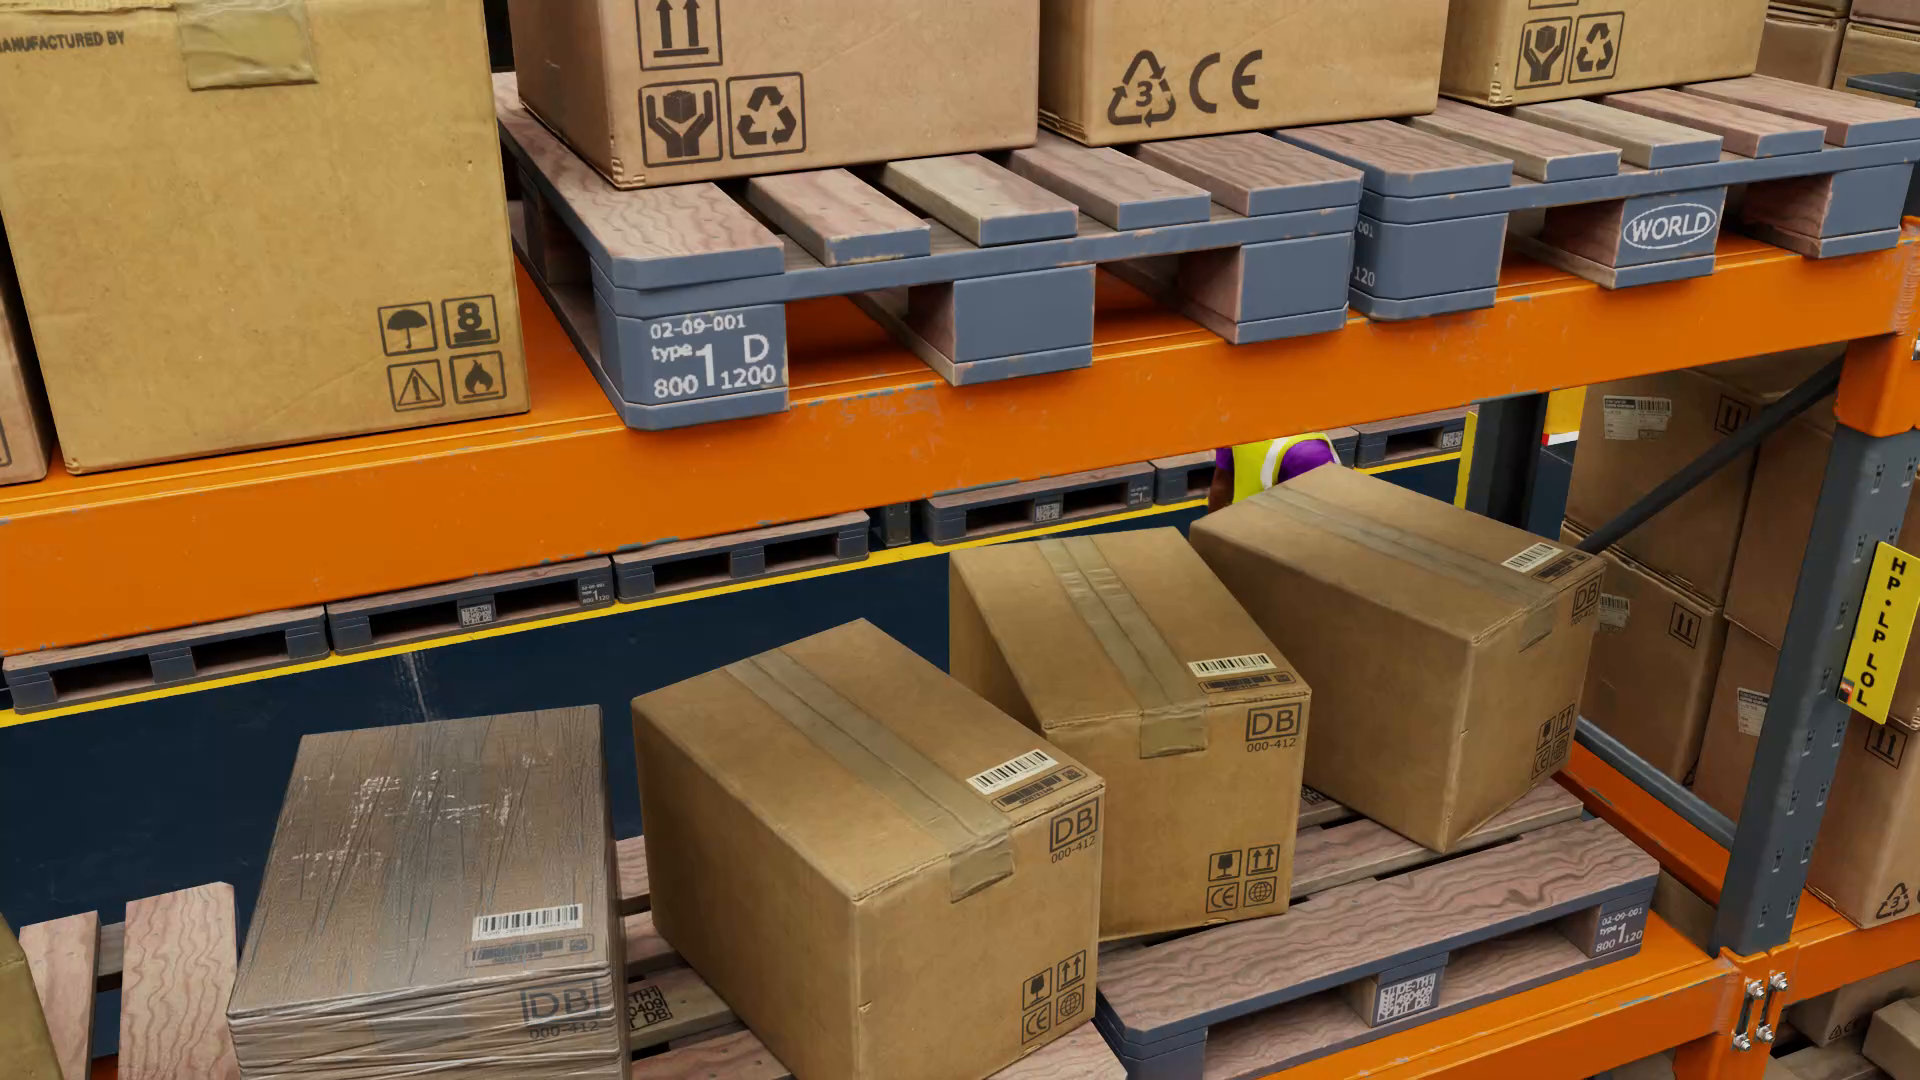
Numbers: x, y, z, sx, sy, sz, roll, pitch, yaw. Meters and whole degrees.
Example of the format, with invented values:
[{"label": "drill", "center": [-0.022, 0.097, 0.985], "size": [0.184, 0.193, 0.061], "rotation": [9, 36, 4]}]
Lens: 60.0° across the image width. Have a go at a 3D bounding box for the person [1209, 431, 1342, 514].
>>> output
[{"label": "person", "center": [1.130, 0.115, 5.875], "size": [0.607, 1.830, 0.573], "rotation": [-6, 26, -12]}]
